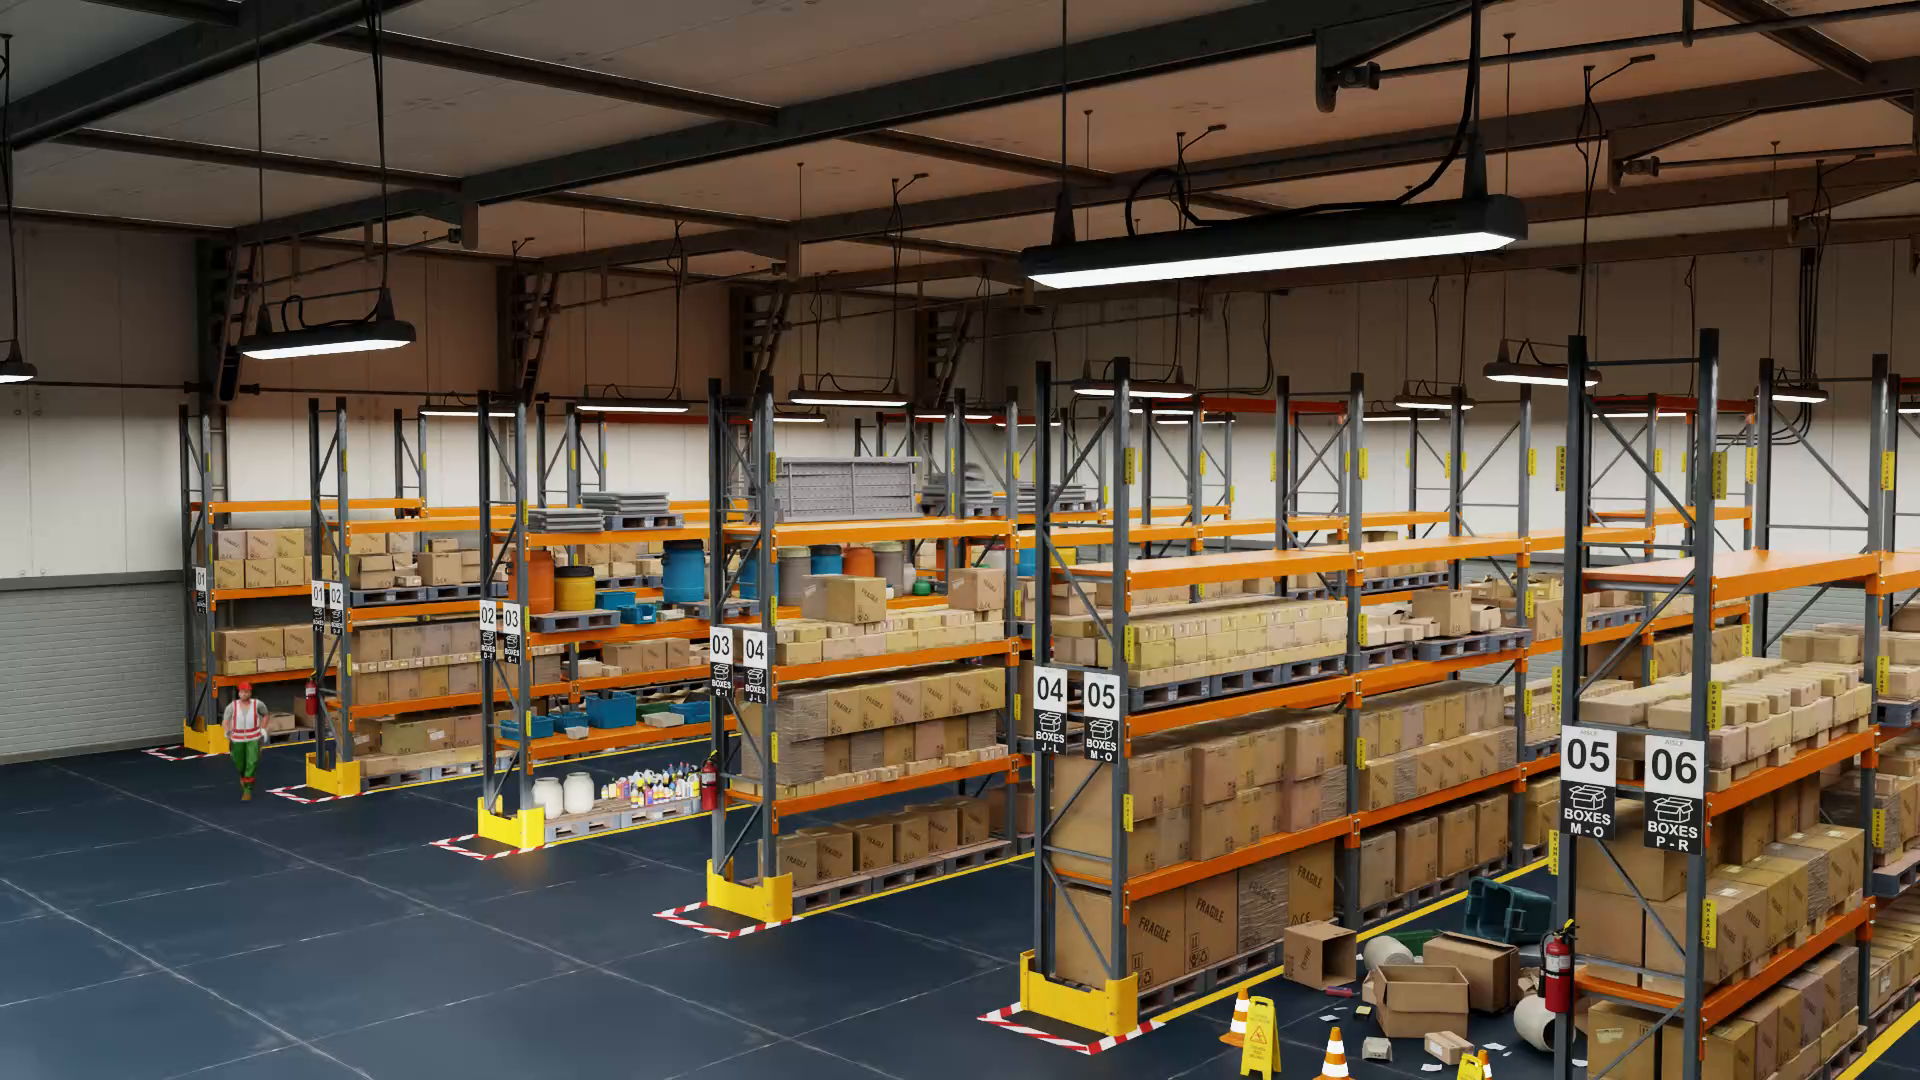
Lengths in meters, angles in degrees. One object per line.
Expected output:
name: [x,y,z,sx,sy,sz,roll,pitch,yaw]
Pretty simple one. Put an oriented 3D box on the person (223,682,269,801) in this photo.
person: [-10.671,2.980,24.870,0.637,1.748,0.864,-1,3,-21]
